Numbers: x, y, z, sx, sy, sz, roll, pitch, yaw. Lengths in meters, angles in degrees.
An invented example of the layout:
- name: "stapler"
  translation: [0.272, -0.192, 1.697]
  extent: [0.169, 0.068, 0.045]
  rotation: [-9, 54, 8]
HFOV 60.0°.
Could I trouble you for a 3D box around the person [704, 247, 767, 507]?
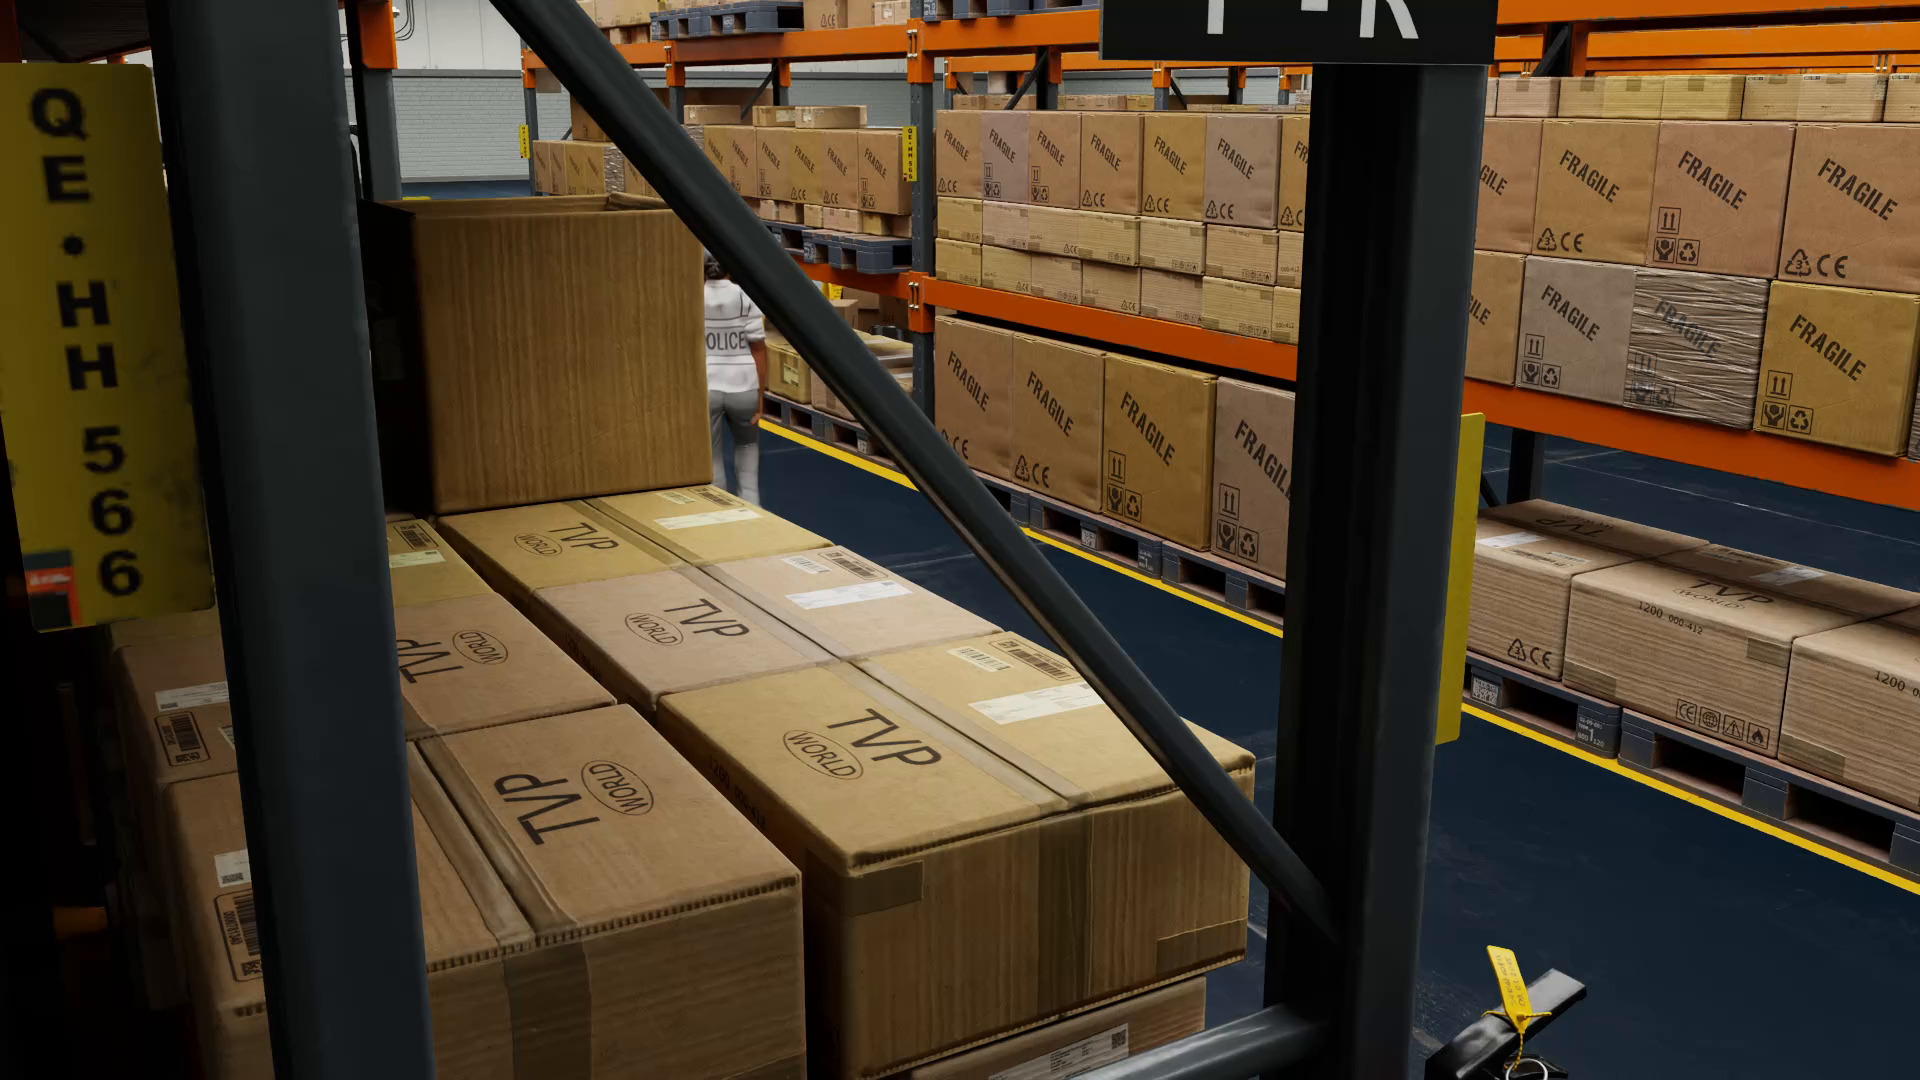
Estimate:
- name: "person"
  translation: [-1.280, -0.758, 8.845]
  extent: [0.478, 1.703, 0.471]
  rotation: [-5, 16, -17]
